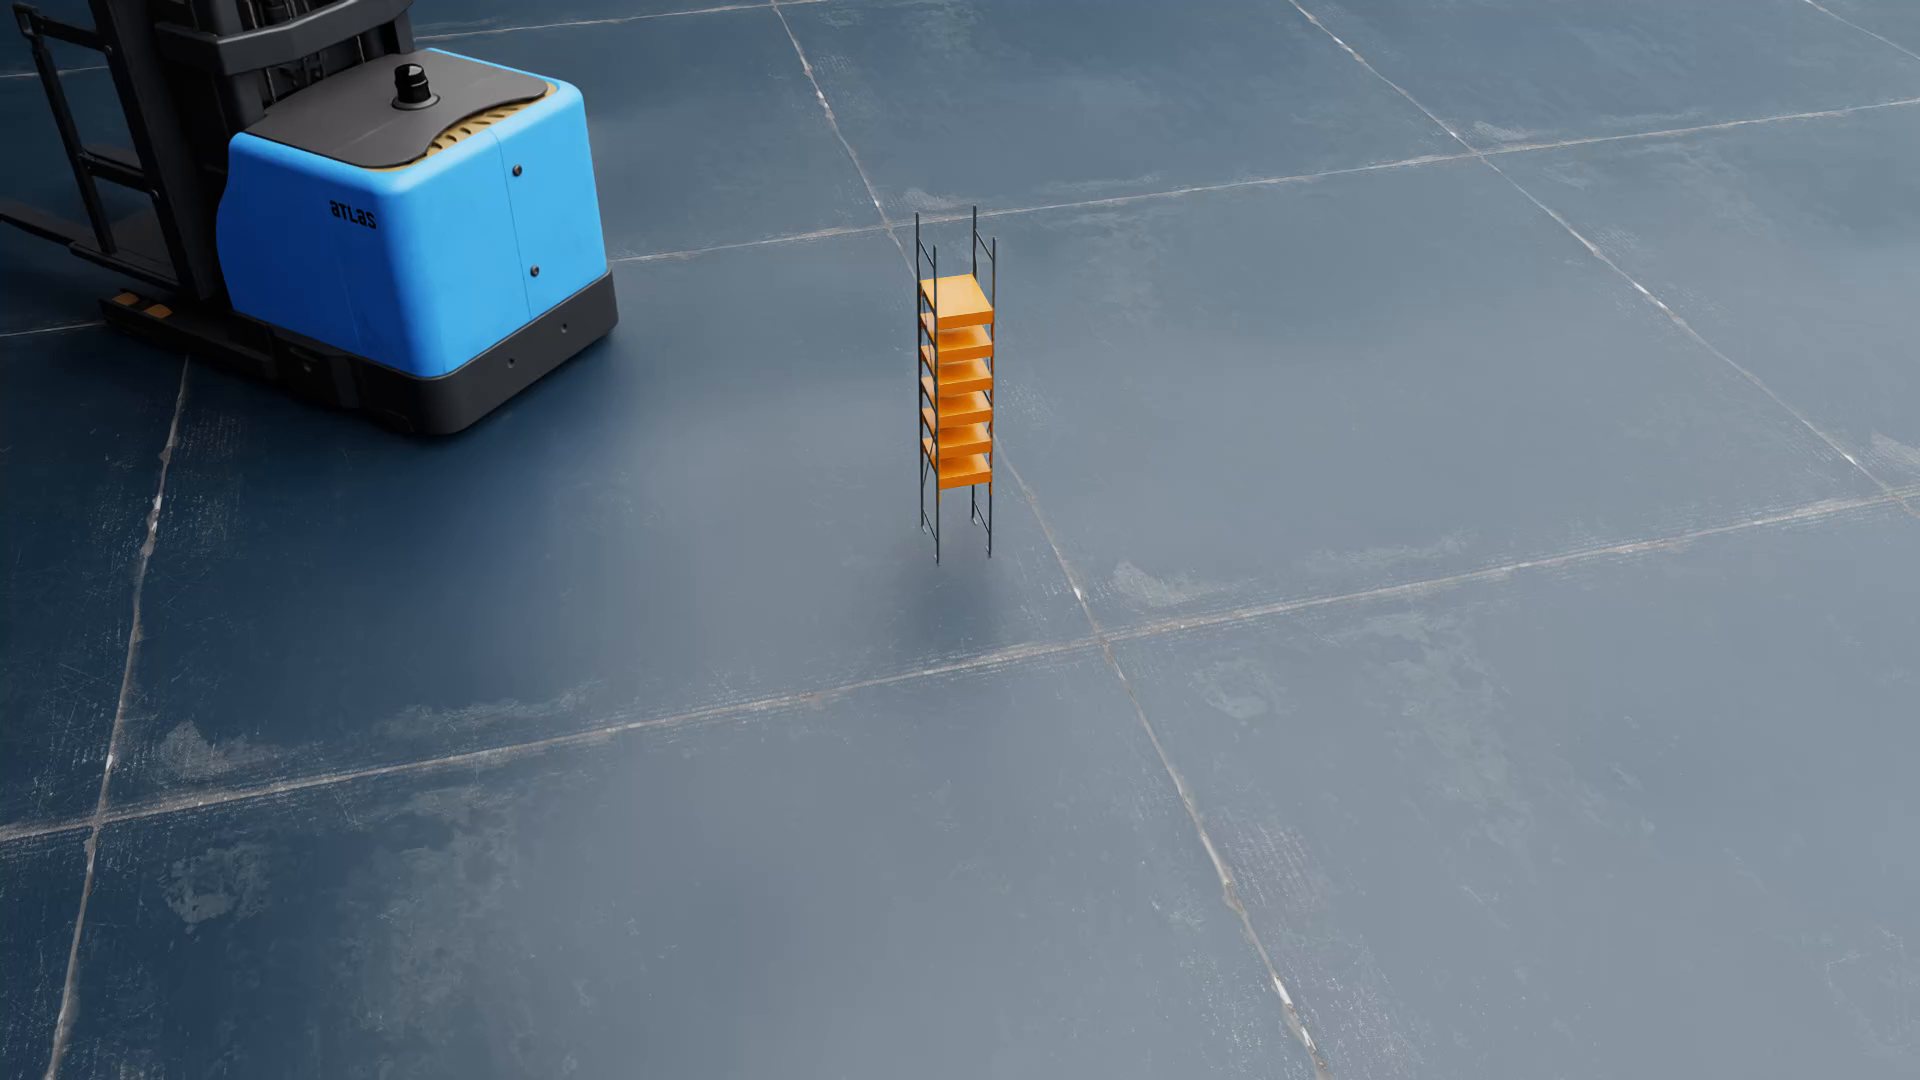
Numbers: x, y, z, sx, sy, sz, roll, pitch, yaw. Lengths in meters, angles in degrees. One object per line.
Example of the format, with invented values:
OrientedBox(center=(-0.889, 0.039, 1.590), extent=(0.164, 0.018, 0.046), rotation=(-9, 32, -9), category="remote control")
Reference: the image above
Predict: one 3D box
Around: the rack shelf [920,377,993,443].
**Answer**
OrientedBox(center=(-0.014, -0.439, 5.409), extent=(0.180, 0.103, 0.258), rotation=(-9, 38, -12), category="rack shelf")

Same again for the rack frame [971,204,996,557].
OrientedBox(center=(0.074, -0.489, 5.401), extent=(0.006, 1.200, 0.240), rotation=(-9, 38, -12), category="rack frame")

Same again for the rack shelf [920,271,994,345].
OrientedBox(center=(-0.014, -0.725, 5.191), extent=(0.180, 0.103, 0.258), rotation=(-9, 38, -12), category="rack shelf")

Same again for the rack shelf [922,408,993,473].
OrientedBox(center=(-0.014, -0.344, 5.482), extent=(0.180, 0.103, 0.258), rotation=(-9, 38, -12), category="rack shelf")

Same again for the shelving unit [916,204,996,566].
OrientedBox(center=(-0.014, -0.474, 5.382), extent=(0.189, 1.200, 0.258), rotation=(-9, 38, -12), category="shelving unit")

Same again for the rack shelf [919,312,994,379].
OrientedBox(center=(-0.014, -0.630, 5.264), extent=(0.180, 0.103, 0.258), rotation=(-9, 38, -12), category="rack shelf")

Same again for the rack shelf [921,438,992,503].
OrientedBox(center=(-0.014, -0.248, 5.555), extent=(0.180, 0.103, 0.258), rotation=(-9, 38, -12), category="rack shelf")

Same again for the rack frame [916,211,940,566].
OrientedBox(center=(-0.102, -0.460, 5.364), extent=(0.006, 1.200, 0.240), rotation=(-9, 38, -12), category="rack frame")

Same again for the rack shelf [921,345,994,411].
OrientedBox(center=(-0.014, -0.534, 5.337), extent=(0.180, 0.103, 0.258), rotation=(-9, 38, -12), category="rack shelf")

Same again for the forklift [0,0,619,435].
OrientedBox(center=(-2.929, -2.210, 6.226), extent=(3.031, 2.935, 1.130), rotation=(20, 42, 24), category="forklift")
